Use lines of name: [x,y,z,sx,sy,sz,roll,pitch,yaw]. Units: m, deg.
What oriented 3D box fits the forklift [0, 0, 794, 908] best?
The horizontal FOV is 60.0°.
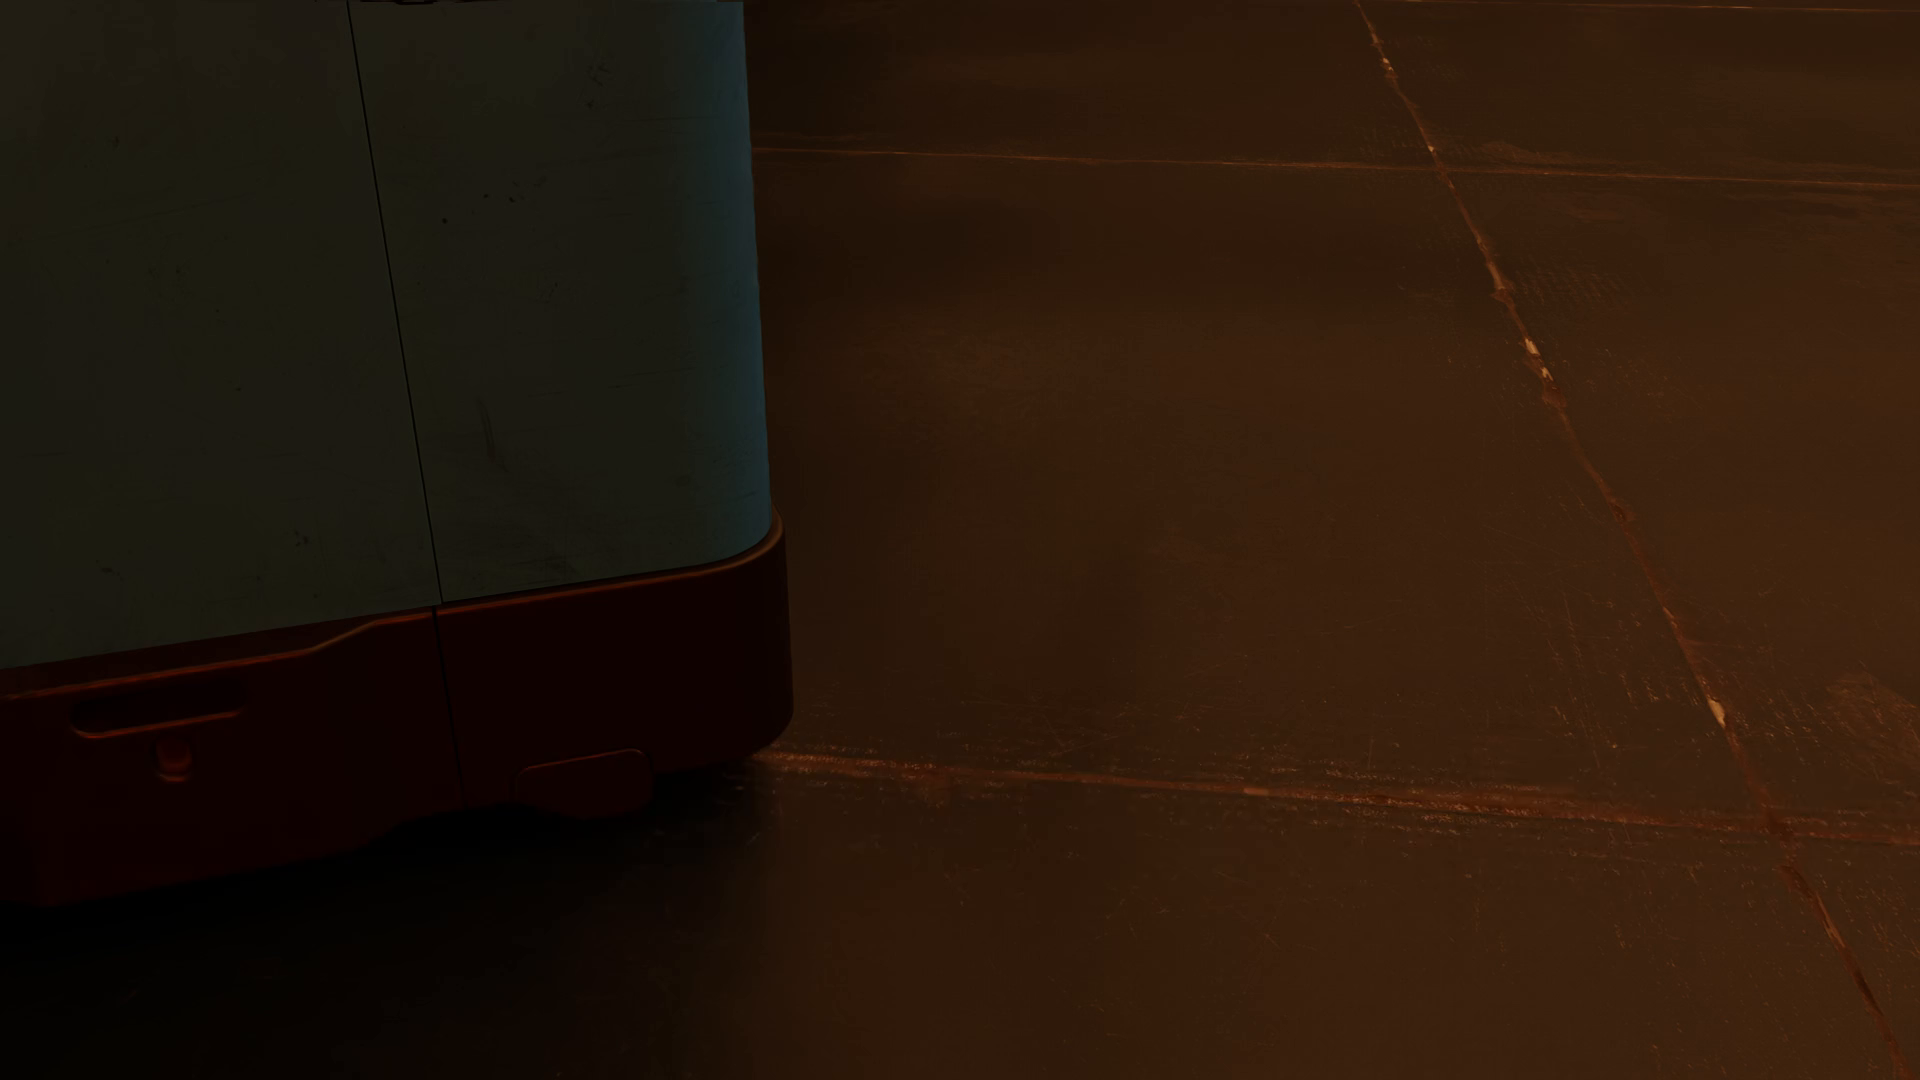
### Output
forklift: [-1.768,-1.020,1.262,3.031,2.935,1.130,-9,28,-17]
